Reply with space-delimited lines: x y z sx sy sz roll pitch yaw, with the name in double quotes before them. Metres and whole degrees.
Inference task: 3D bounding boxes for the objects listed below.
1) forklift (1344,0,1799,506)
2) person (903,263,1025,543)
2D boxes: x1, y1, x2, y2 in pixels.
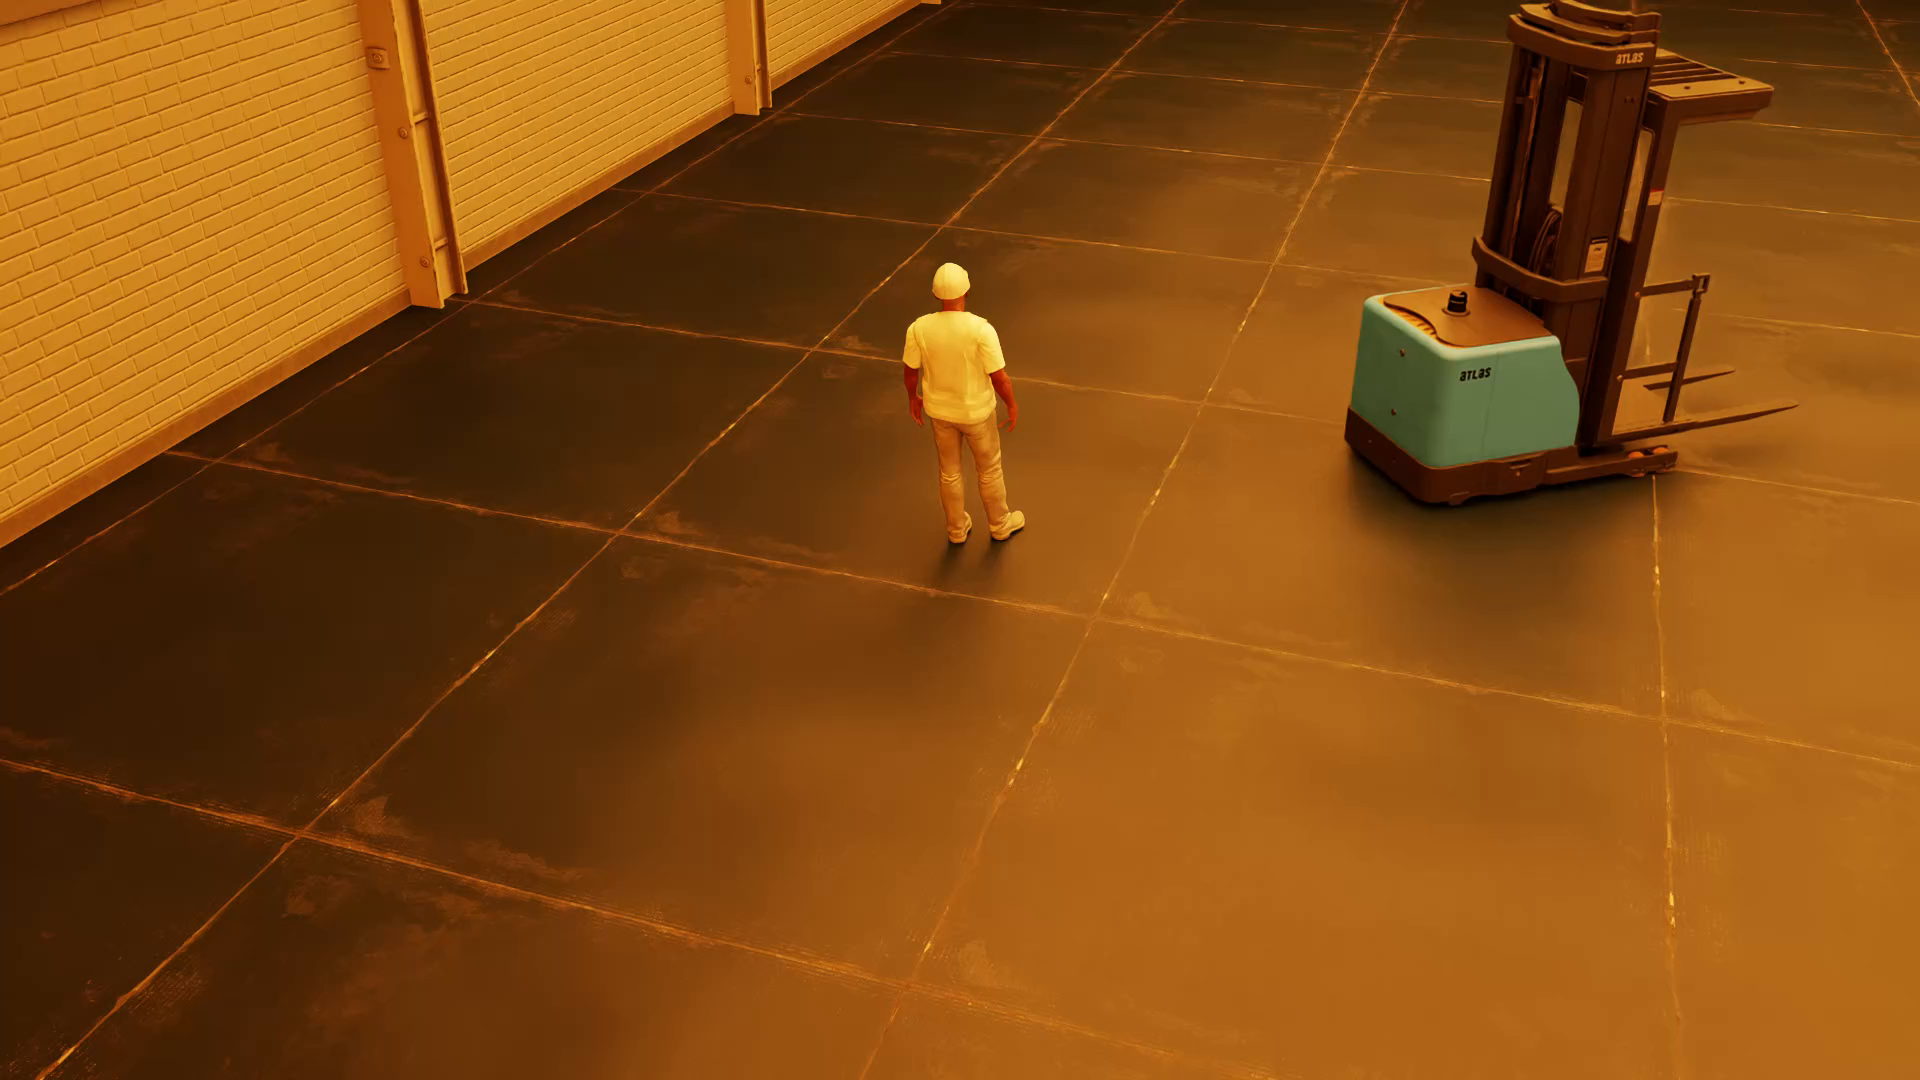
"forklift" 4.148 -1.915 10.495 3.031 2.935 1.130 -10 31 -16
"person" 0.028 -0.806 9.711 0.665 1.768 0.575 10 31 16
